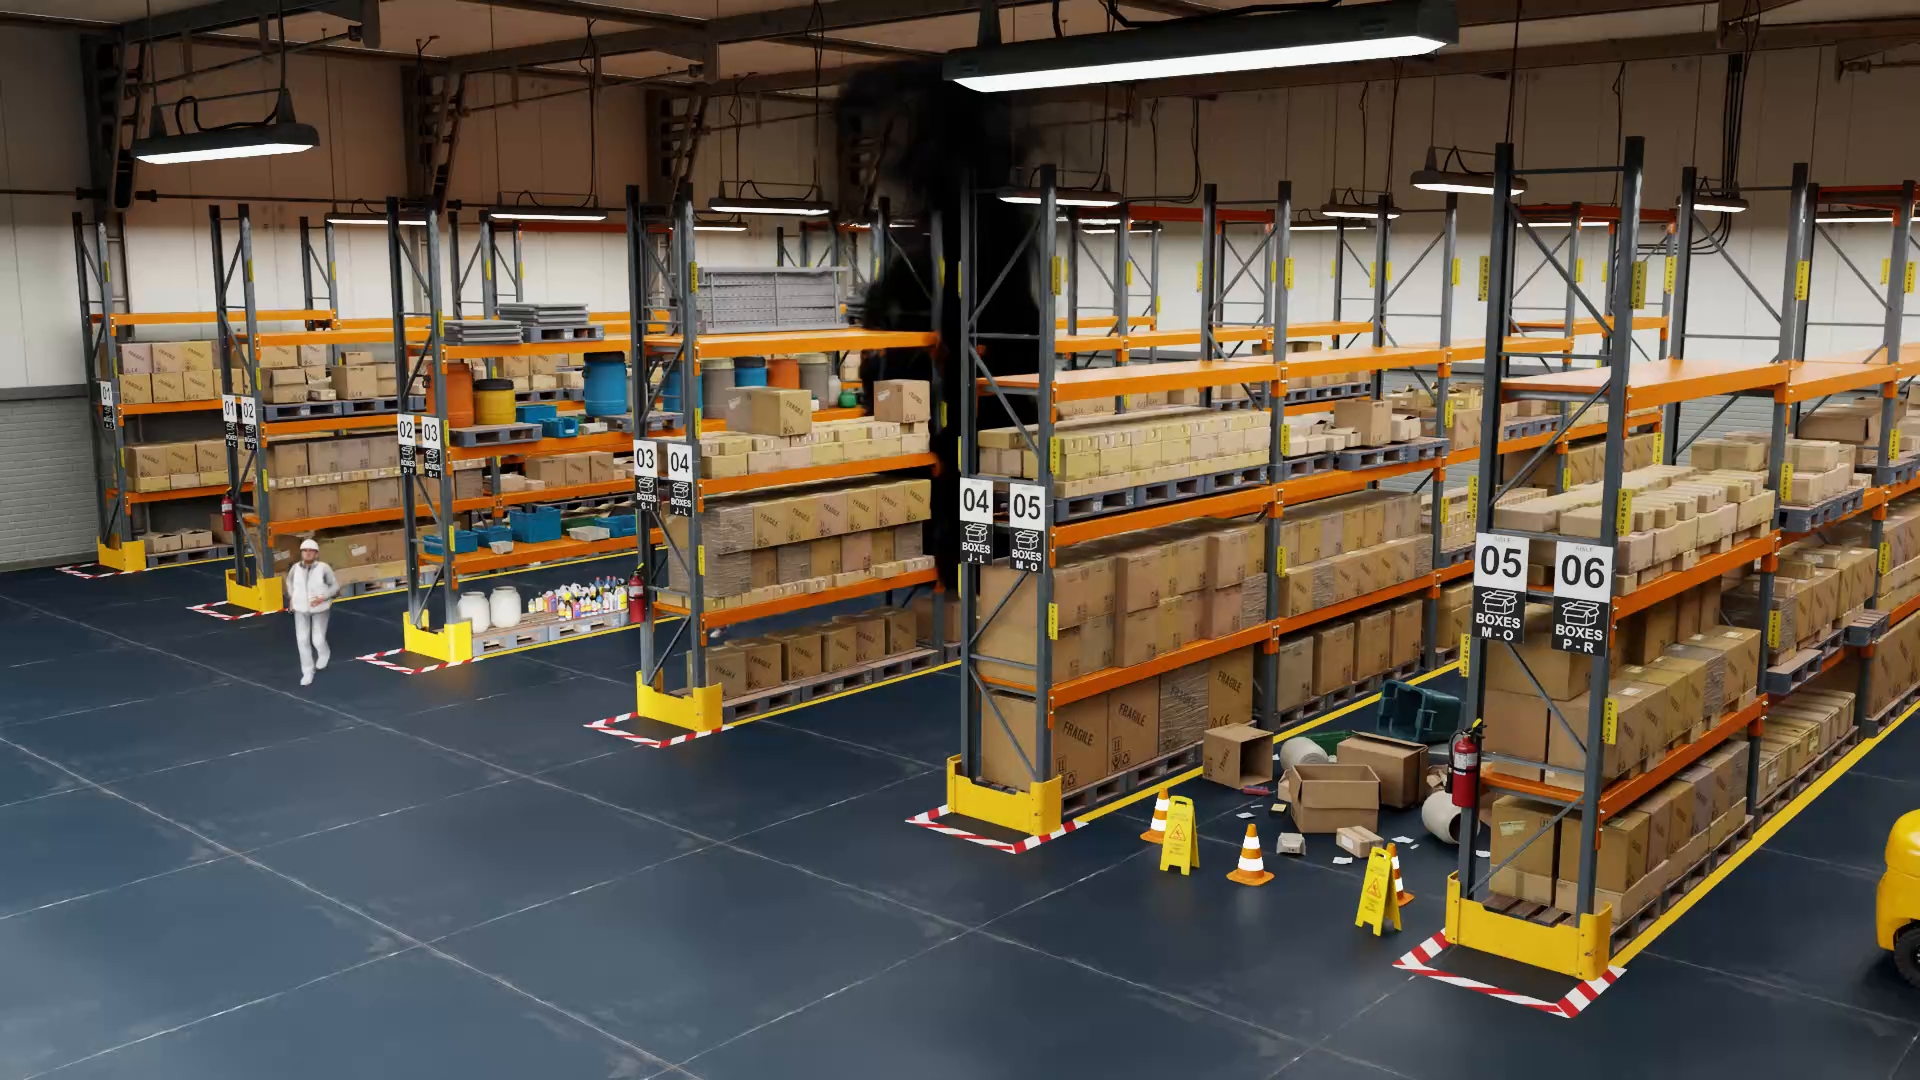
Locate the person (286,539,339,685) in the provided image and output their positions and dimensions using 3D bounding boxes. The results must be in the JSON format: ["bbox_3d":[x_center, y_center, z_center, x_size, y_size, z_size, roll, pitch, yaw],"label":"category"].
[{"bbox_3d":[-8.087,0.860,20.783,0.671,1.760,0.839,-1,10,-9],"label":"person"}]

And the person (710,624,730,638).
[{"bbox_3d":[-3.104,0.442,21.947,0.578,1.648,0.546,6,11,32],"label":"person"}]
